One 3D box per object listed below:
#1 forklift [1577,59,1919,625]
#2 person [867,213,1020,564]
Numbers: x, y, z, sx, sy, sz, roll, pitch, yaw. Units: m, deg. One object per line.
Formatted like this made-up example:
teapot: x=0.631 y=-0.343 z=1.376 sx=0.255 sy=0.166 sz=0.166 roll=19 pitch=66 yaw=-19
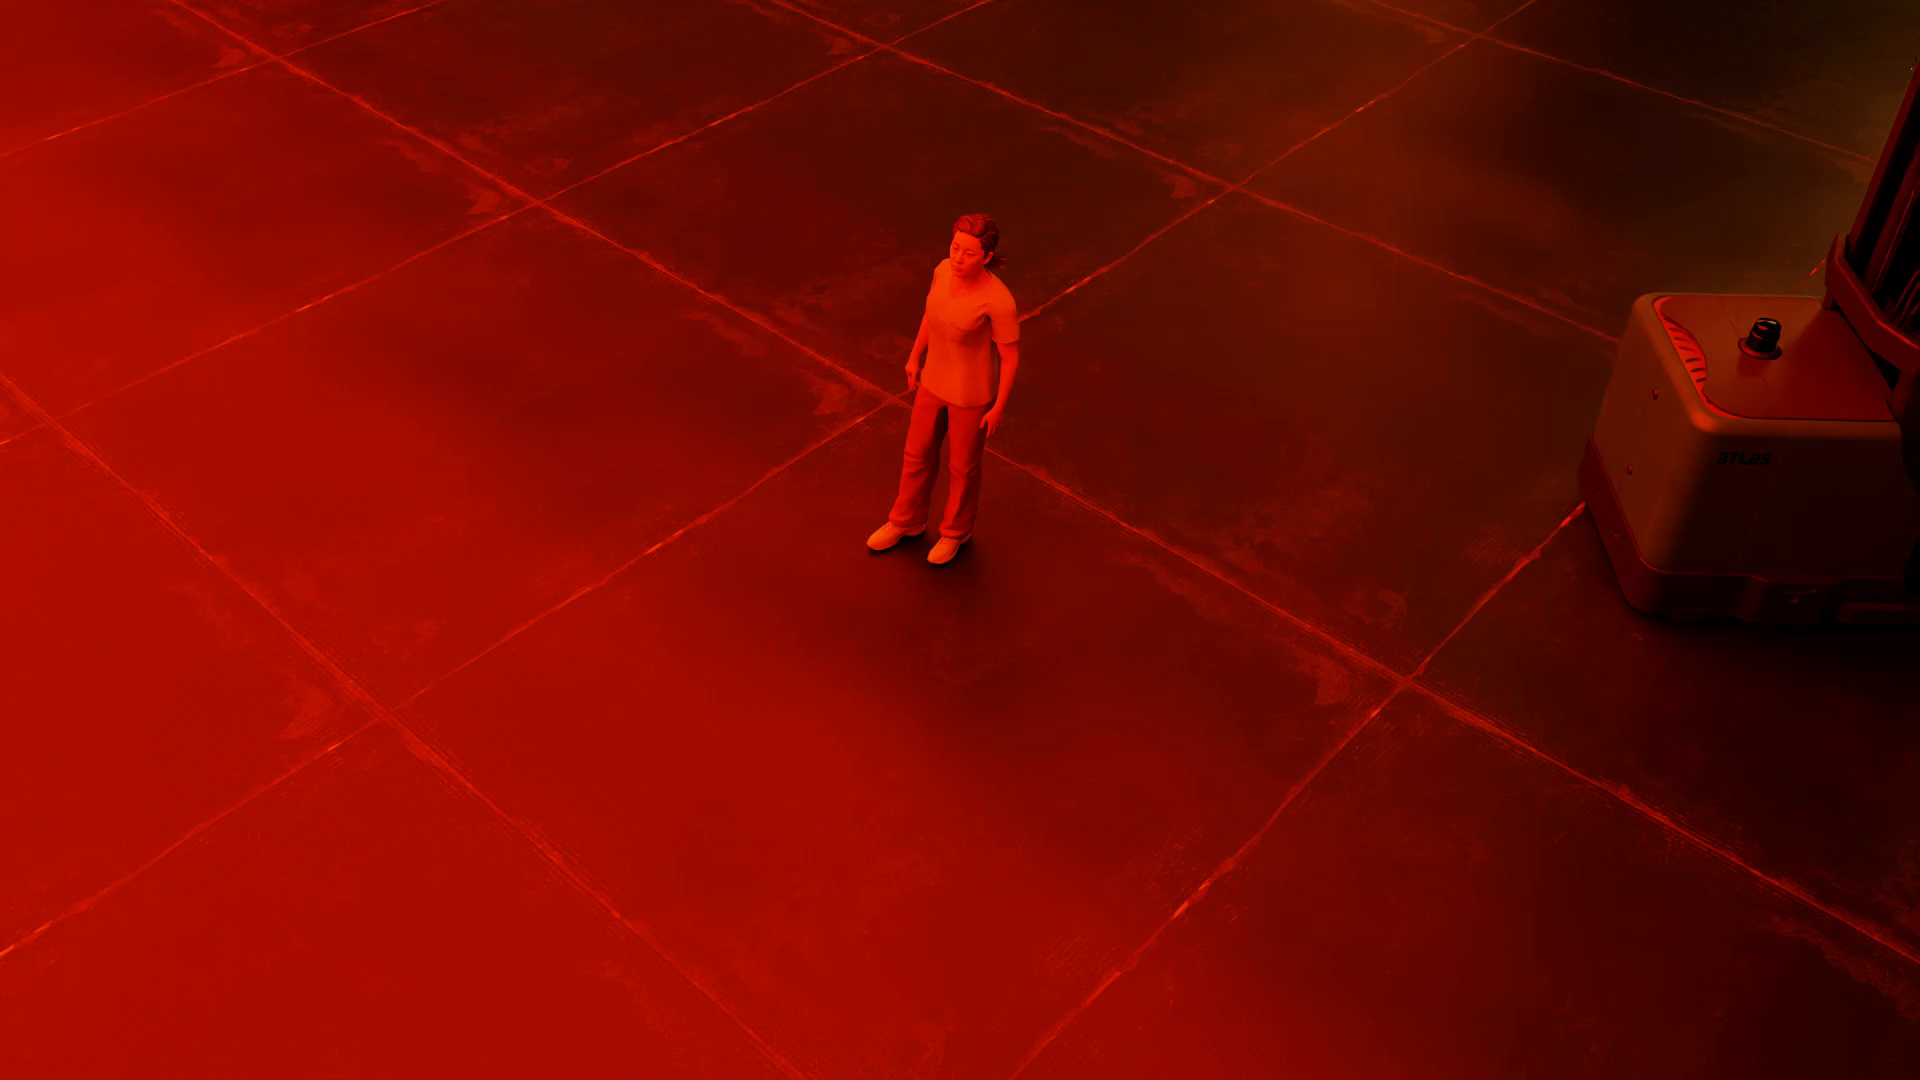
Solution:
forklift: x=4.437 y=-1.043 z=6.644 sx=3.031 sy=2.935 sz=1.130 roll=1 pitch=41 yaw=2
person: x=-0.058 y=-0.611 z=7.093 sx=0.554 sy=1.673 sz=0.548 roll=31 pitch=49 yaw=31
